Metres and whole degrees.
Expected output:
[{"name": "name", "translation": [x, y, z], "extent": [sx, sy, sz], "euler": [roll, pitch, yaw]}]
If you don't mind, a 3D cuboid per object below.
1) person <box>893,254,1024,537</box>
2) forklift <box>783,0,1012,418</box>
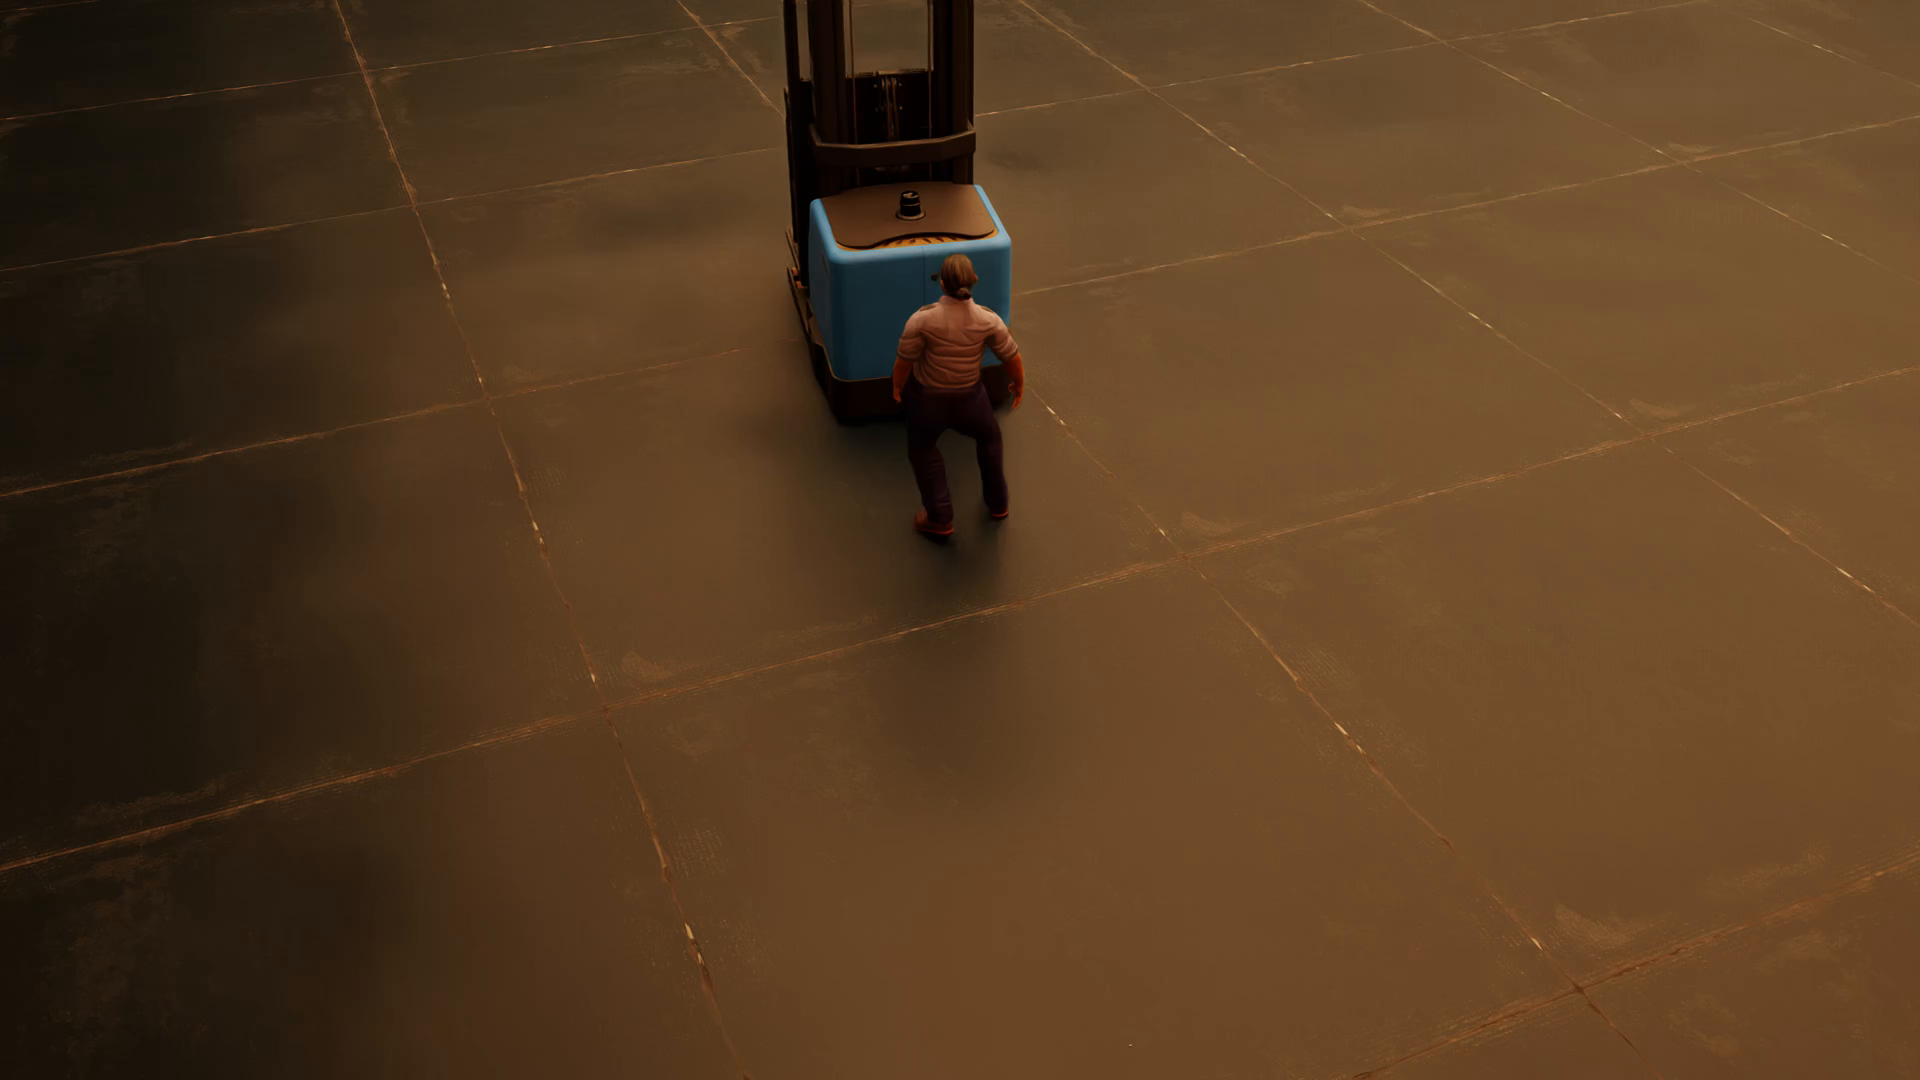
[{"name": "person", "translation": [-0.007, -0.757, 8.316], "extent": [0.662, 1.596, 0.541], "euler": [-4, 36, -5]}, {"name": "forklift", "translation": [-0.514, -2.741, 9.953], "extent": [1.130, 2.935, 3.031], "euler": [-7, 36, -10]}]
